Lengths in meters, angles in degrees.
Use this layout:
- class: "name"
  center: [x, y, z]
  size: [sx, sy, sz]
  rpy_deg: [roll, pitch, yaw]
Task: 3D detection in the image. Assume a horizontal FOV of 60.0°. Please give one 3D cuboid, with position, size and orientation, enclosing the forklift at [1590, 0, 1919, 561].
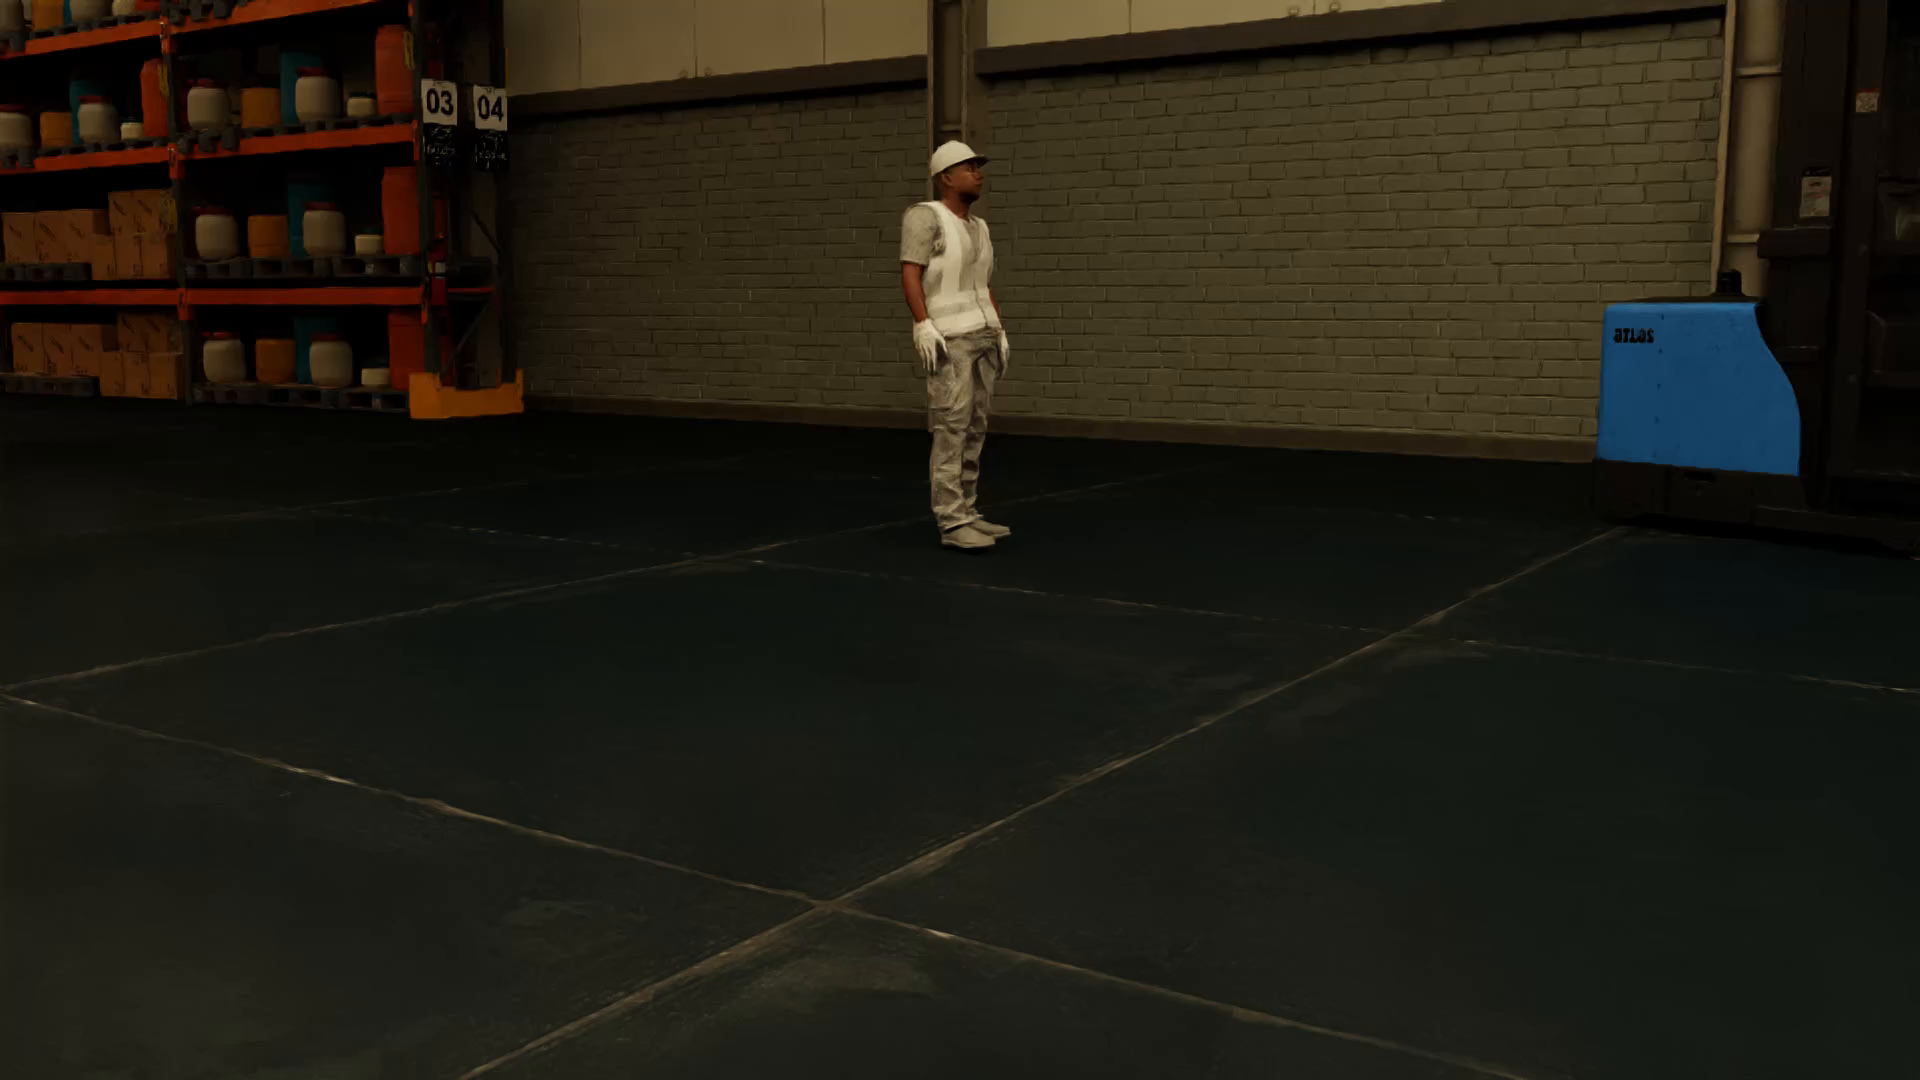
- class: "forklift"
  center: [4.402, -1.418, 7.165]
  size: [1.130, 2.935, 3.031]
  rpy_deg: [-6, 10, -36]

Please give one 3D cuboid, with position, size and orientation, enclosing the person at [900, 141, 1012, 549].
- class: "person"
  center: [0.055, -0.883, 7.431]
  size: [0.576, 1.782, 0.655]
  rpy_deg: [5, 10, 34]
